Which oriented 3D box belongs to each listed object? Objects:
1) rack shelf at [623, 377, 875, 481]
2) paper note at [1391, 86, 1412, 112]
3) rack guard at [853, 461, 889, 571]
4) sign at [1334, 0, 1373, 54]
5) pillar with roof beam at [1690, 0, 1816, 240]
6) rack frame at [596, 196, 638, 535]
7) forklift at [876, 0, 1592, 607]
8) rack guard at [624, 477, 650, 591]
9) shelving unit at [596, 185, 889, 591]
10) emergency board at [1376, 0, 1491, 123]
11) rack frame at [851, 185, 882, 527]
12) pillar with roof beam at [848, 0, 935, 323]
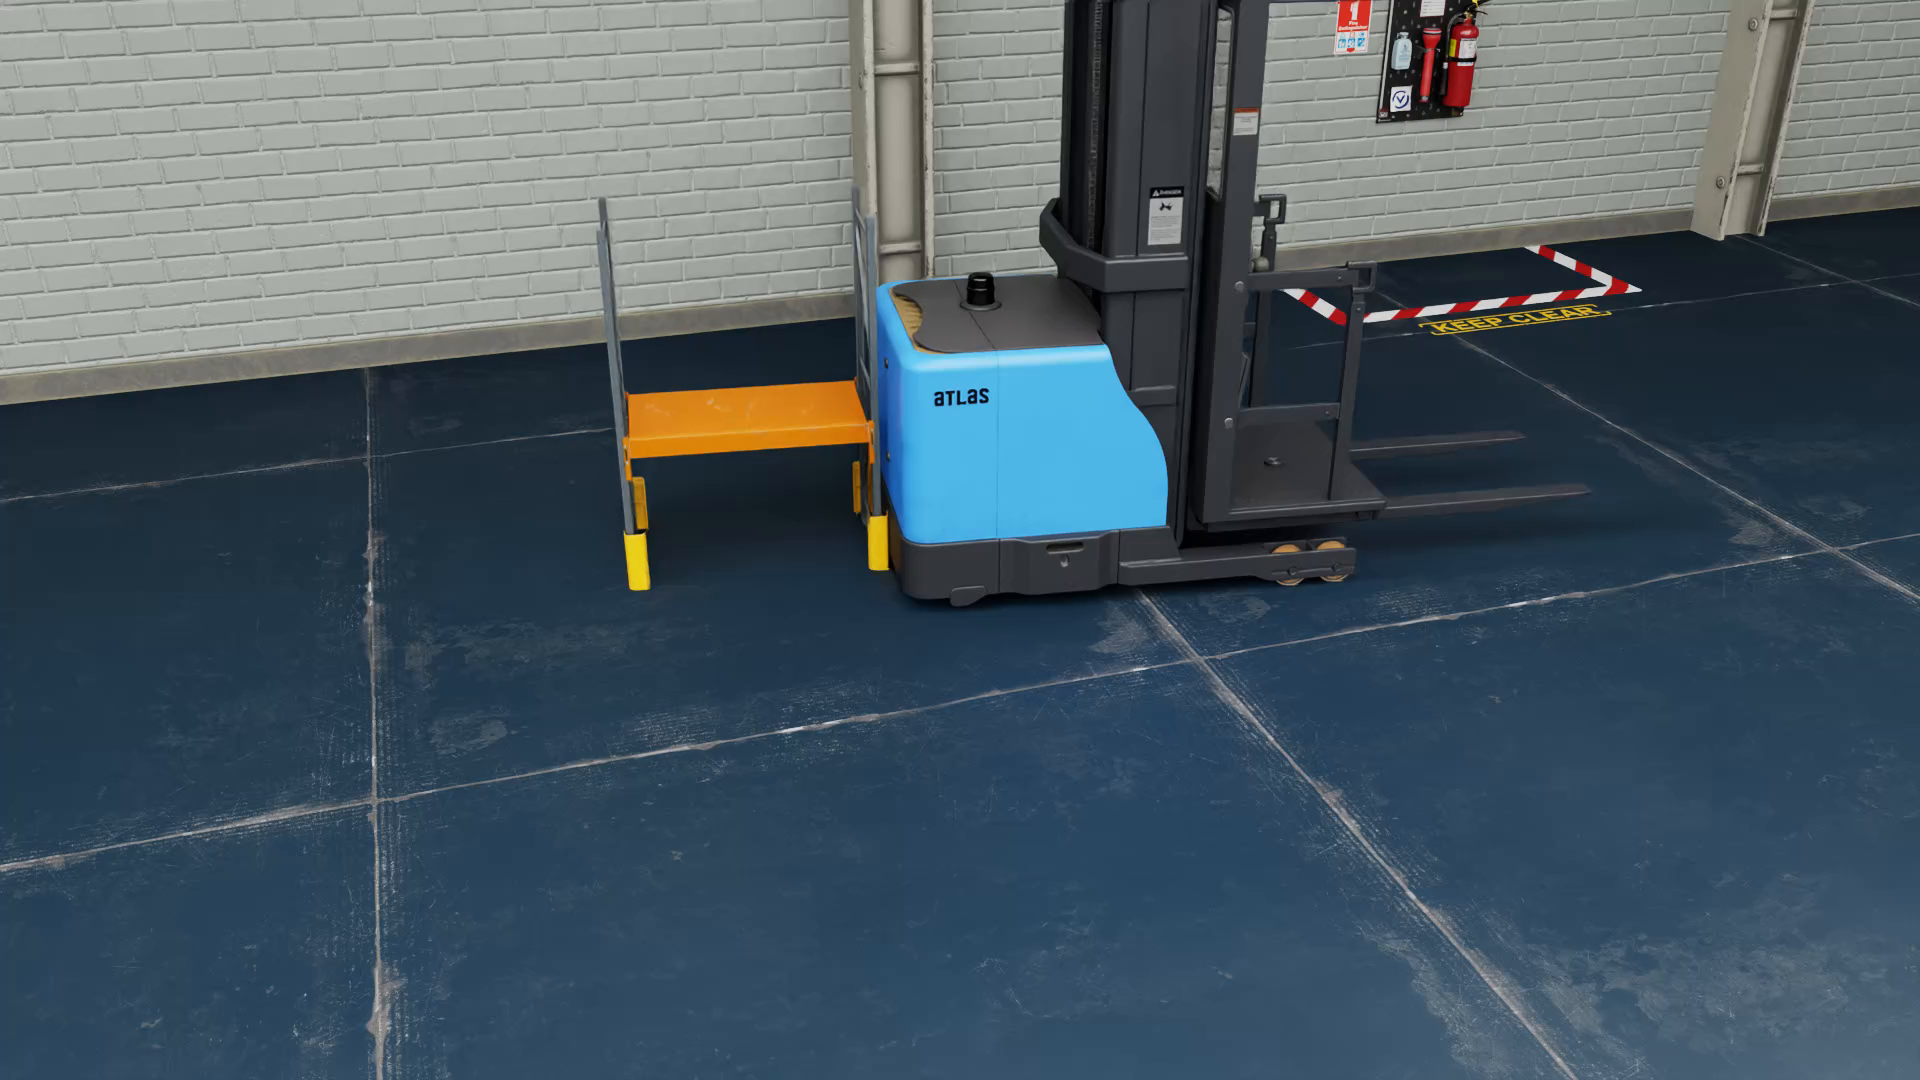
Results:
[{"bbox_3d":[-0.886,-0.470,6.915,1.000,0.185,0.538,-5,27,-9],"label":"rack shelf"},{"bbox_3d":[2.773,-2.772,10.451,0.142,0.148,0.016,-8,28,-16],"label":"paper note"},{"bbox_3d":[-0.387,-0.111,7.193,0.087,0.250,0.587,-5,27,-9],"label":"rack guard"},{"bbox_3d":[2.405,-3.145,10.172,0.234,0.329,0.001,-8,28,-16],"label":"sign"},{"bbox_3d":[6.658,-4.353,5.898,0.400,9.000,9.100,-8,28,-16],"label":"pillar with roof beam"},{"bbox_3d":[-1.386,-0.592,6.755,0.032,1.500,0.500,-5,27,-9],"label":"rack frame"},{"bbox_3d":[1.181,-1.351,6.675,3.031,2.935,1.130,-5,27,-9],"label":"forklift"},{"bbox_3d":[-1.367,-0.033,7.036,0.087,0.250,0.587,-5,27,-9],"label":"rack guard"},{"bbox_3d":[-0.877,-0.632,6.836,1.083,1.500,0.587,-5,27,-9],"label":"shelving unit"},{"bbox_3d":[2.963,-3.162,10.246,0.643,1.169,0.194,-8,28,-16],"label":"emergency board"},{"bbox_3d":[-0.386,-0.671,6.915,0.032,1.500,0.500,-5,27,-9],"label":"rack frame"},{"bbox_3d":[0.953,-3.527,4.234,0.400,9.000,9.100,-8,28,-16],"label":"pillar with roof beam"}]
